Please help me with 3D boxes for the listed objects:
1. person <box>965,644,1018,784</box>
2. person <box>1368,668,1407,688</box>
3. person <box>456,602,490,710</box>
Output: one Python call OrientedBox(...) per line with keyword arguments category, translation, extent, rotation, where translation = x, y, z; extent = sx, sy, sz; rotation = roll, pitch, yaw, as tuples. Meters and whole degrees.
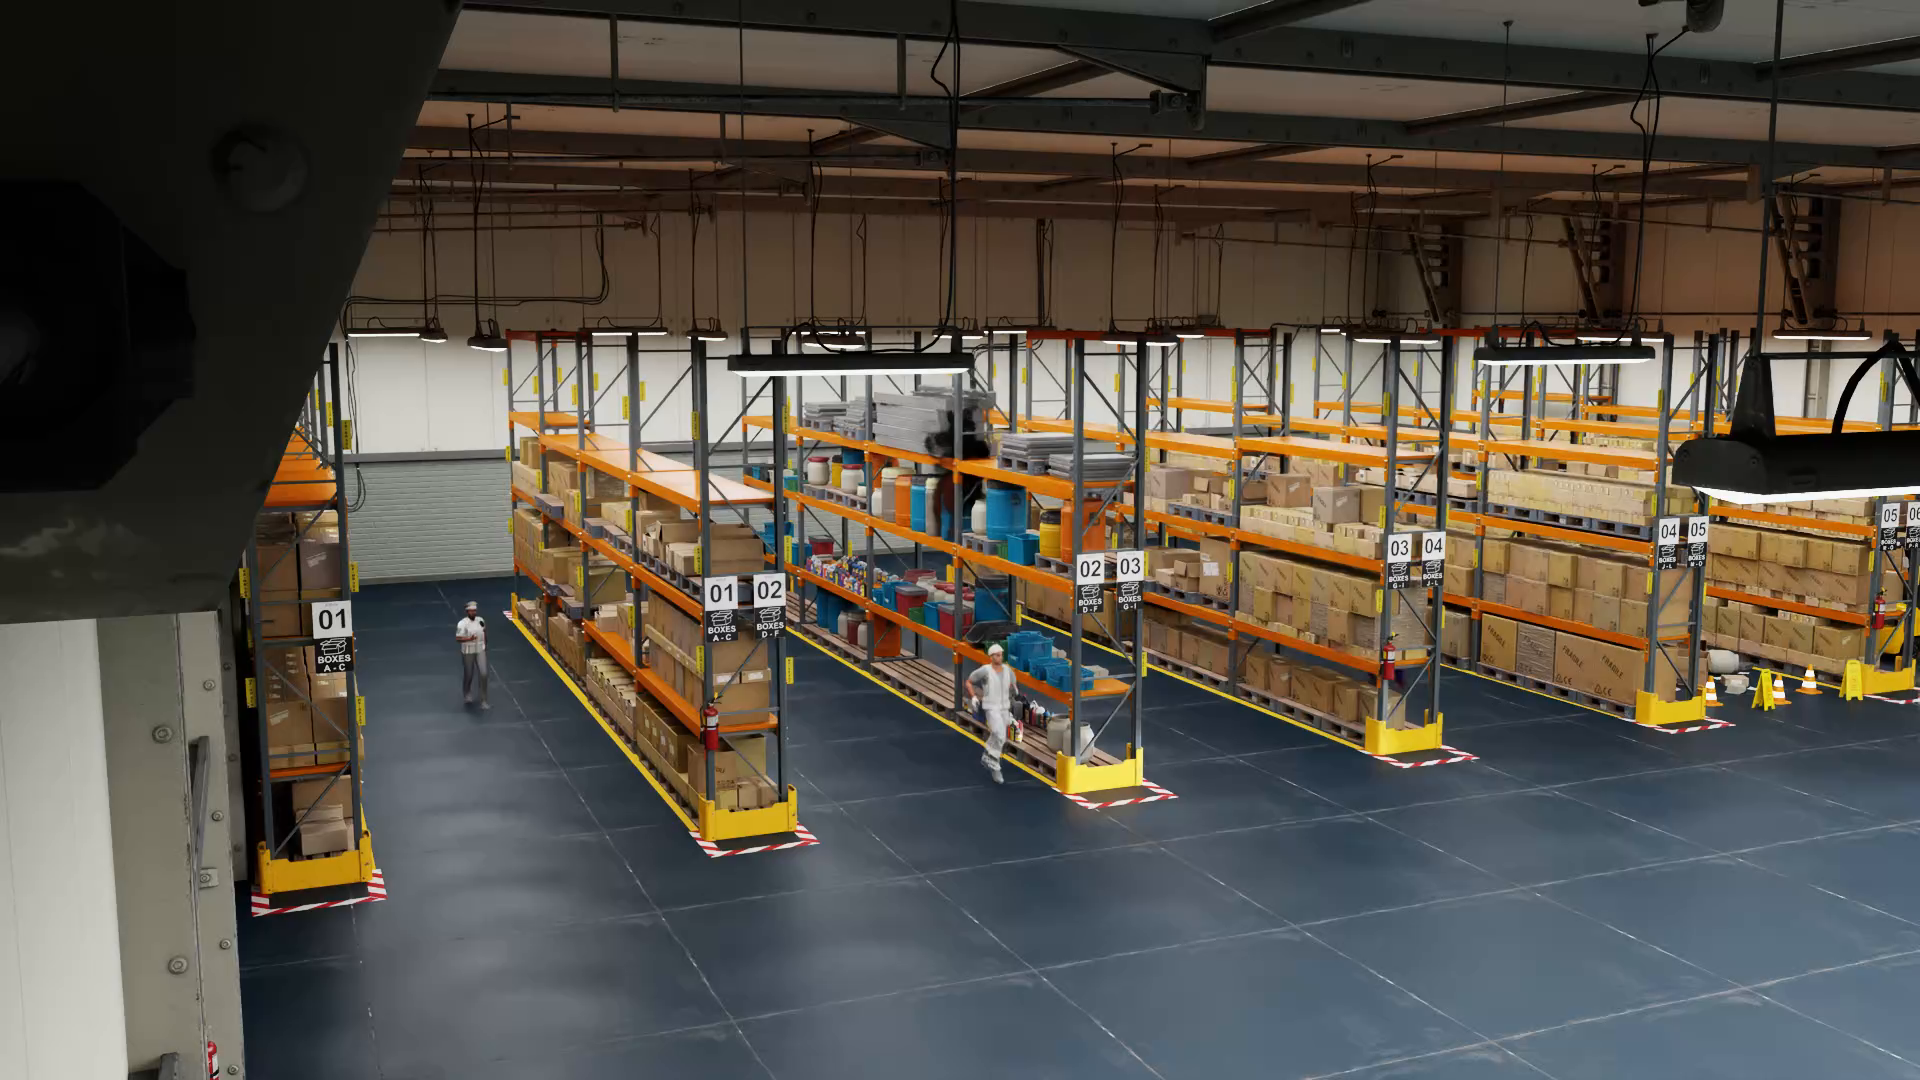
OrientedBox(category="person", translation=(0.484, 2.302, 22.210), extent=(0.641, 1.839, 0.761), rotation=(-6, 10, -38))
OrientedBox(category="person", translation=(7.331, 1.683, 28.374), extent=(0.618, 1.725, 0.751), rotation=(-5, 9, -30))
OrientedBox(category="person", translation=(-7.862, 1.846, 26.845), extent=(0.564, 1.752, 0.753), rotation=(-5, 9, -34))
